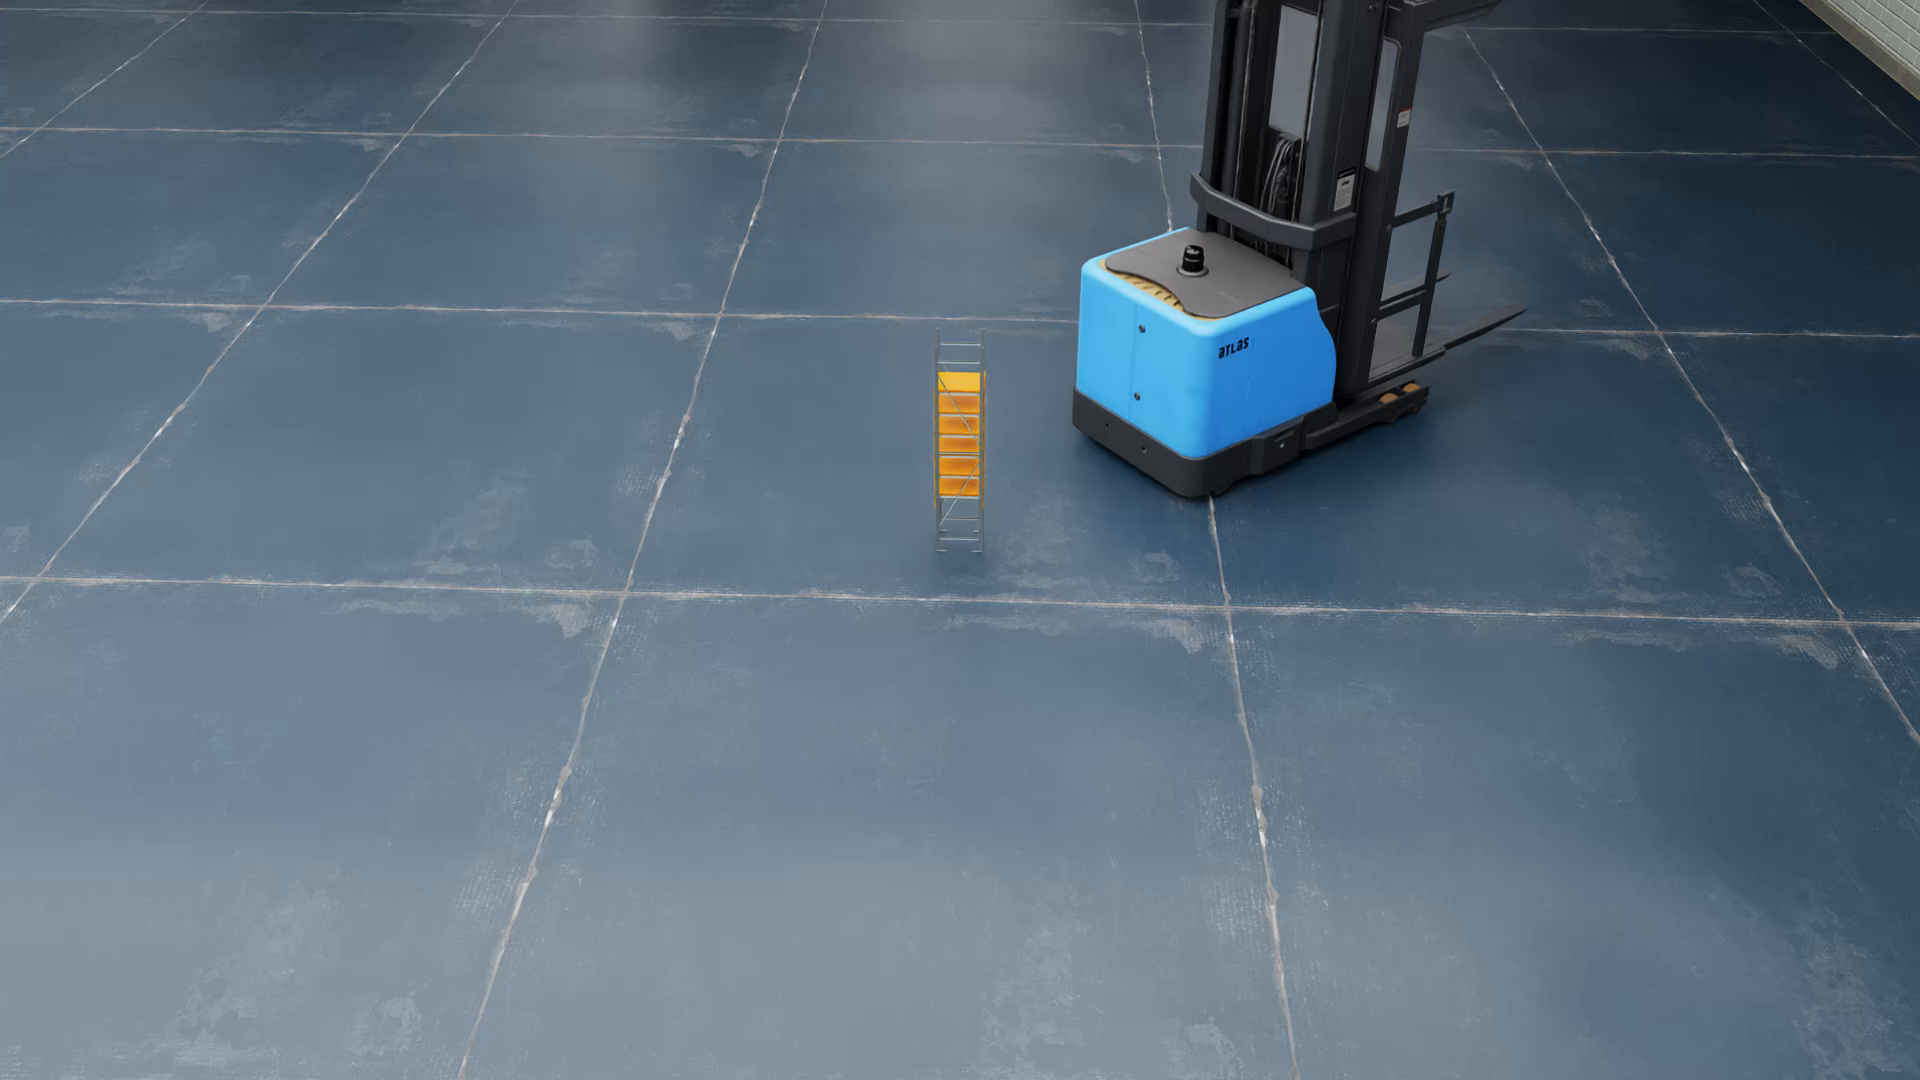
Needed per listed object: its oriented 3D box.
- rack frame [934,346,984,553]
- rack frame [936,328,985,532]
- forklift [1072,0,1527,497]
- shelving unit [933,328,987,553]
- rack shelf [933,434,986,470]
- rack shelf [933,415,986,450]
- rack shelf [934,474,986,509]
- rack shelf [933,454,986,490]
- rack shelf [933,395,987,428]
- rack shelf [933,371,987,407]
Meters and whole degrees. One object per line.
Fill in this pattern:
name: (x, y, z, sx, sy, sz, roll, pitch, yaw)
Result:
rack frame: (-0.004, -0.430, 8.264, 0.240, 1.200, 0.006, 1, 35, 2)
rack frame: (0.003, -0.535, 8.414, 0.240, 1.200, 0.006, 1, 35, 2)
forklift: (2.127, -2.105, 9.142, 3.031, 2.935, 1.130, -23, 41, -29)
shelving unit: (-0.001, -0.483, 8.339, 0.258, 1.200, 0.189, 1, 35, 2)
rack shelf: (-0.001, -0.446, 8.364, 0.258, 0.103, 0.180, 1, 35, 2)
rack shelf: (-0.001, -0.544, 8.295, 0.258, 0.103, 0.180, 1, 35, 2)
rack shelf: (-0.001, -0.250, 8.502, 0.258, 0.103, 0.180, 1, 35, 2)
rack shelf: (-0.001, -0.348, 8.433, 0.258, 0.103, 0.180, 1, 35, 2)
rack shelf: (-0.001, -0.643, 8.226, 0.258, 0.103, 0.180, 1, 35, 2)
rack shelf: (-0.001, -0.741, 8.157, 0.258, 0.103, 0.180, 1, 35, 2)
